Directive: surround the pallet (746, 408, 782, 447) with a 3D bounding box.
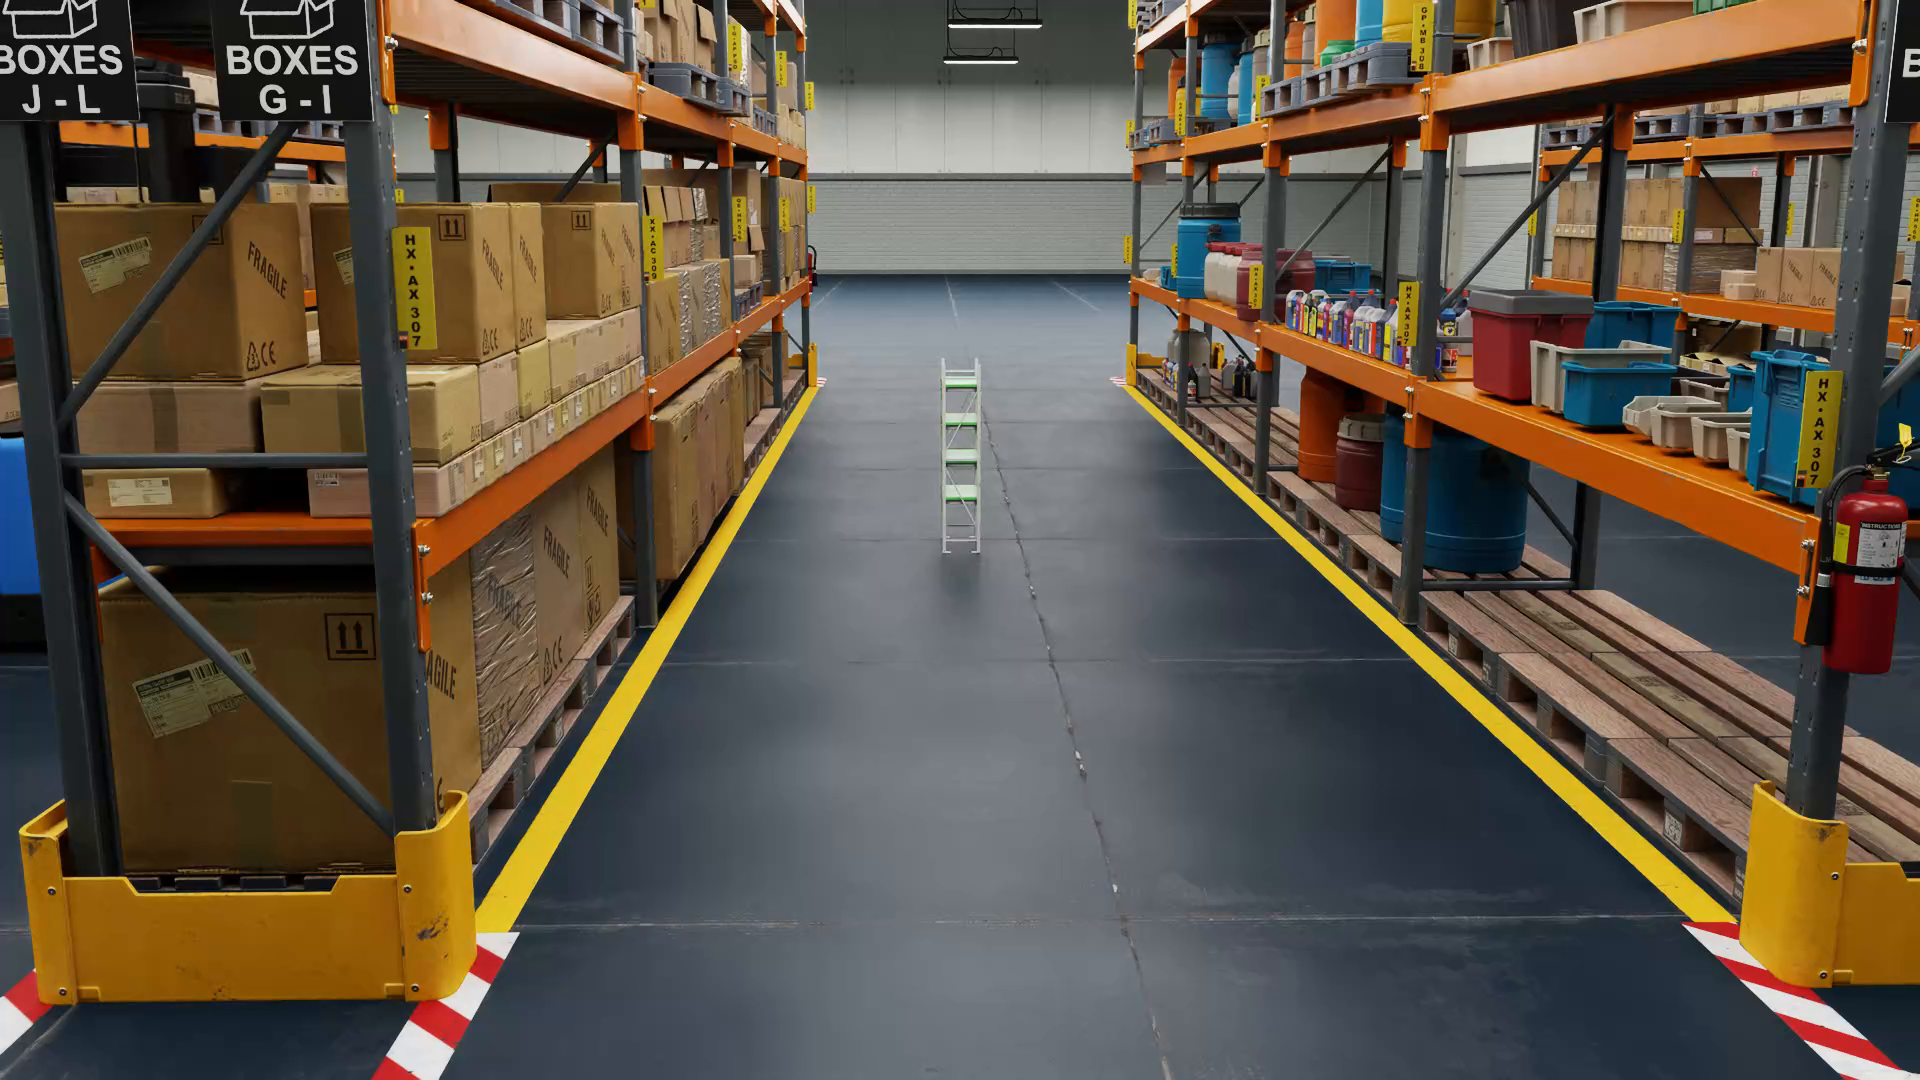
[{"bbox_3d":[-2.250,-1.075,15.826,1.003,0.211,1.213,0,11,-1],"label":"pallet"}]

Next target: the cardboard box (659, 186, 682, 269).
[{"bbox_3d":[-2.155,-1.933,10.270,0.797,0.503,0.637,0,11,1],"label":"cardboard box"}]

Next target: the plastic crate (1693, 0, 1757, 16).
[{"bbox_3d":[2.626,-1.792,5.337,0.450,0.188,0.336,0,11,-1],"label":"plastic crate"}]

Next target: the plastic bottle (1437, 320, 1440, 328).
[{"bbox_3d":[2.647,-1.184,9.475,0.144,0.351,0.185,0,11,-1],"label":"plastic bottle"}]

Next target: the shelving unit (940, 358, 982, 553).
[{"bbox_3d":[0.003,-0.555,10.778,0.258,1.200,0.503,0,11,-1],"label":"shelving unit"}]

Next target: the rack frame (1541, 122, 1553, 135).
[{"bbox_3d":[7.554,-6.371,19.831,1.000,3.000,0.127,0,11,-1],"label":"rack frame"}]

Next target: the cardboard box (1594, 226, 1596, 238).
[{"bbox_3d":[7.375,-3.463,18.703,0.380,0.149,0.250,0,11,-2],"label":"cardboard box"}]

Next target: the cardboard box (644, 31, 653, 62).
[{"bbox_3d":[-1.983,-2.855,9.620,0.380,0.149,0.250,-1,11,-3],"label":"cardboard box"}]

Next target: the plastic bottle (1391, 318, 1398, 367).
[{"bbox_3d":[2.511,-1.115,9.323,0.152,0.276,0.135,0,11,-1],"label":"plastic bottle"}]

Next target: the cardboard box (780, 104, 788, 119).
[{"bbox_3d":[-1.991,-4.463,17.341,0.380,0.149,0.250,0,11,-2],"label":"cardboard box"}]

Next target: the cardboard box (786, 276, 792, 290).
[{"bbox_3d":[-1.975,-2.716,17.533,0.380,0.149,0.250,0,11,-1],"label":"cardboard box"}]

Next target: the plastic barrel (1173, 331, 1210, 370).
[{"bbox_3d":[2.702,-2.168,19.402,0.421,0.512,0.421,0,11,0],"label":"plastic barrel"}]

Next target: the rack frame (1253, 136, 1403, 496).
[{"bbox_3d":[2.767,-1.821,12.492,1.000,3.000,0.127,0,11,-1],"label":"rack frame"}]

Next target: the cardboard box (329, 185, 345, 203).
[{"bbox_3d":[-7.222,-3.594,18.138,0.875,0.550,0.500,0,11,-1],"label":"cardboard box"}]

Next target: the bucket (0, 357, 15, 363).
[{"bbox_3d":[-9.537,-1.754,16.571,0.726,0.611,0.620,4,22,18],"label":"bucket"}]

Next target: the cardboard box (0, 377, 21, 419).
[{"bbox_3d":[-6.870,-1.014,11.858,0.500,0.250,0.500,-1,11,-2],"label":"cardboard box"}]

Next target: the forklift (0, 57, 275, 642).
[{"bbox_3d":[-4.510,-1.163,9.419,1.130,2.935,3.031,0,11,-2],"label":"forklift"}]

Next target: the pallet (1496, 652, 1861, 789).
[{"bbox_3d":[2.932,0.729,6.932,1.003,0.211,1.213,0,11,-1],"label":"pallet"}]

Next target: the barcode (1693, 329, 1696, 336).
[{"bbox_3d":[7.225,-2.045,16.359,0.001,0.075,0.075,0,11,-1],"label":"barcode"}]

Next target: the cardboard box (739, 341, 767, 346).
[{"bbox_3d":[-2.347,-1.893,18.079,0.500,0.500,0.500,-1,12,-6],"label":"cardboard box"}]

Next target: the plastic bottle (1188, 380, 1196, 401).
[{"bbox_3d":[2.365,-1.532,16.995,0.097,0.201,0.097,0,11,0],"label":"plastic bottle"}]

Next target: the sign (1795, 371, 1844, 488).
[{"bbox_3d":[2.382,-0.306,4.611,0.100,0.325,0.005,0,11,-1],"label":"sign"}]

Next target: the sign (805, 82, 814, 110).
[{"bbox_3d":[-1.795,-5.294,19.836,0.100,0.325,0.005,0,11,-1],"label":"sign"}]

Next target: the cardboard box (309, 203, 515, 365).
[{"bbox_3d":[-1.770,-0.846,5.430,0.500,0.500,0.500,-1,11,-3],"label":"cardboard box"}]

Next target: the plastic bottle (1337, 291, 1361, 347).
[{"bbox_3d":[2.481,-1.402,10.551,0.144,0.351,0.185,0,11,-1],"label":"plastic bottle"}]

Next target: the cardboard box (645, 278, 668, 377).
[{"bbox_3d":[-1.862,-1.147,8.919,0.500,0.500,0.500,0,11,-1],"label":"cardboard box"}]

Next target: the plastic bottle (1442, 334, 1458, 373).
[{"bbox_3d":[2.642,-1.010,8.993,0.097,0.201,0.097,0,11,0],"label":"plastic bottle"}]

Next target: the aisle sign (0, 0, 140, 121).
[{"bbox_3d":[-2.318,-1.469,4.219,0.394,0.787,0.004,0,11,-1],"label":"aisle sign"}]

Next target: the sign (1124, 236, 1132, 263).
[{"bbox_3d":[2.051,-3.546,20.297,0.100,0.325,0.005,0,11,-1],"label":"sign"}]

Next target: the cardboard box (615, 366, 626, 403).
[{"bbox_3d":[-1.758,-0.721,7.702,0.380,0.149,0.250,0,11,-2],"label":"cardboard box"}]

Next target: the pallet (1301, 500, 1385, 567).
[{"bbox_3d":[2.847,-0.056,10.806,1.003,0.211,1.213,0,11,-1],"label":"pallet"}]

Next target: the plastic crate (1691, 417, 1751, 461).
[{"bbox_3d":[2.743,-0.350,5.754,0.396,0.136,0.243,0,11,-1],"label":"plastic crate"}]

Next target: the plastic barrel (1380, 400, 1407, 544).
[{"bbox_3d":[2.841,-0.453,9.967,0.600,0.901,0.708,0,11,-1],"label":"plastic barrel"}]

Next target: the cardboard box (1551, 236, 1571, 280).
[{"bbox_3d":[7.551,-3.387,19.960,0.700,0.500,0.500,0,11,-1],"label":"cardboard box"}]

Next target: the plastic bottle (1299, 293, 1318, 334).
[{"bbox_3d":[2.462,-1.581,11.621,0.152,0.276,0.135,0,11,-1],"label":"plastic bottle"}]

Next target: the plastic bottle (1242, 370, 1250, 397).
[{"bbox_3d":[2.975,-1.630,17.273,0.061,0.283,0.133,0,11,-1],"label":"plastic bottle"}]

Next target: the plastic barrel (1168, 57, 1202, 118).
[{"bbox_3d":[2.739,-5.202,19.475,0.600,0.830,0.708,0,11,-1],"label":"plastic barrel"}]

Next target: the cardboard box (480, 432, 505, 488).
[{"bbox_3d":[-1.710,-0.261,5.435,0.380,0.149,0.250,-1,11,-3],"label":"cardboard box"}]

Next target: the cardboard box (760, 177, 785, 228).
[{"bbox_3d":[-2.023,-3.371,16.619,0.500,0.500,0.500,0,11,-1],"label":"cardboard box"}]

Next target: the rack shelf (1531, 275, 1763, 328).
[{"bbox_3d":[7.595,-2.681,18.540,1.077,0.370,4.000,0,11,-1],"label":"rack shelf"}]

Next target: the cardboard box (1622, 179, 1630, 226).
[{"bbox_3d":[7.590,-3.708,18.279,0.700,0.500,0.500,0,11,-1],"label":"cardboard box"}]

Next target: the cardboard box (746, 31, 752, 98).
[{"bbox_3d":[-1.962,-3.860,13.490,0.500,0.500,0.500,-1,11,-3],"label":"cardboard box"}]

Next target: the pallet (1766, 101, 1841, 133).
[{"bbox_3d":[7.590,-3.575,14.069,1.003,0.211,1.213,0,11,1],"label":"pallet"}]

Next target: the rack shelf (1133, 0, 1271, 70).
[{"bbox_3d":[2.643,-5.406,17.886,1.077,0.370,4.000,0,11,-1],"label":"rack shelf"}]

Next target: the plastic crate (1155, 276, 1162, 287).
[{"bbox_3d":[2.397,-2.809,18.024,0.530,0.136,0.437,0,11,-1],"label":"plastic crate"}]

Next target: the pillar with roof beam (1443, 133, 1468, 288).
[{"bbox_3d":[8.586,-11.010,42.696,9.100,9.000,0.548,0,11,-1],"label":"pillar with roof beam"}]

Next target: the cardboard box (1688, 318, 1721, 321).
[{"bbox_3d":[7.919,-2.154,18.106,0.500,0.500,0.500,0,11,-1],"label":"cardboard box"}]

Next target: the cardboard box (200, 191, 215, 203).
[{"bbox_3d":[-7.200,-2.934,15.210,0.700,0.500,0.500,0,11,-2],"label":"cardboard box"}]

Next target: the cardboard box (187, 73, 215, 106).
[{"bbox_3d":[-6.983,-4.003,14.770,0.500,0.250,0.500,0,11,-2],"label":"cardboard box"}]

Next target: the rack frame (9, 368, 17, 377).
[{"bbox_3d":[-7.146,-1.801,12.391,1.000,3.000,0.127,0,11,-1],"label":"rack frame"}]

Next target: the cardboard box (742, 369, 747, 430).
[{"bbox_3d":[-2.274,-1.258,14.898,0.700,0.500,0.500,-1,12,-6],"label":"cardboard box"}]

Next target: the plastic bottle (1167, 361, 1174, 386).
[{"bbox_3d":[2.336,-1.840,18.342,0.097,0.271,0.097,0,11,0],"label":"plastic bottle"}]

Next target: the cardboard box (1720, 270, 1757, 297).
[{"bbox_3d":[7.690,-2.465,16.042,0.500,0.250,0.500,0,11,2],"label":"cardboard box"}]

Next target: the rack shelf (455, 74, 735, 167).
[{"bbox_3d":[-2.144,-2.521,10.206,1.077,0.370,4.000,0,11,-1],"label":"rack shelf"}]

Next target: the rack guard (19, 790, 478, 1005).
[{"bbox_3d":[-2.019,1.019,4.779,1.175,0.500,0.348,0,11,-1],"label":"rack guard"}]

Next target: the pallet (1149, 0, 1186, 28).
[{"bbox_3d":[2.611,-5.675,17.879,1.003,0.211,1.213,0,11,-1],"label":"pallet"}]

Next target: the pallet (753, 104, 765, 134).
[{"bbox_3d":[-2.337,-3.645,14.409,1.213,0.211,1.003,0,11,-1],"label":"pallet"}]

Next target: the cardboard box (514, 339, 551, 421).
[{"bbox_3d":[-1.784,-0.583,6.016,0.500,0.250,0.500,-1,11,-3],"label":"cardboard box"}]
